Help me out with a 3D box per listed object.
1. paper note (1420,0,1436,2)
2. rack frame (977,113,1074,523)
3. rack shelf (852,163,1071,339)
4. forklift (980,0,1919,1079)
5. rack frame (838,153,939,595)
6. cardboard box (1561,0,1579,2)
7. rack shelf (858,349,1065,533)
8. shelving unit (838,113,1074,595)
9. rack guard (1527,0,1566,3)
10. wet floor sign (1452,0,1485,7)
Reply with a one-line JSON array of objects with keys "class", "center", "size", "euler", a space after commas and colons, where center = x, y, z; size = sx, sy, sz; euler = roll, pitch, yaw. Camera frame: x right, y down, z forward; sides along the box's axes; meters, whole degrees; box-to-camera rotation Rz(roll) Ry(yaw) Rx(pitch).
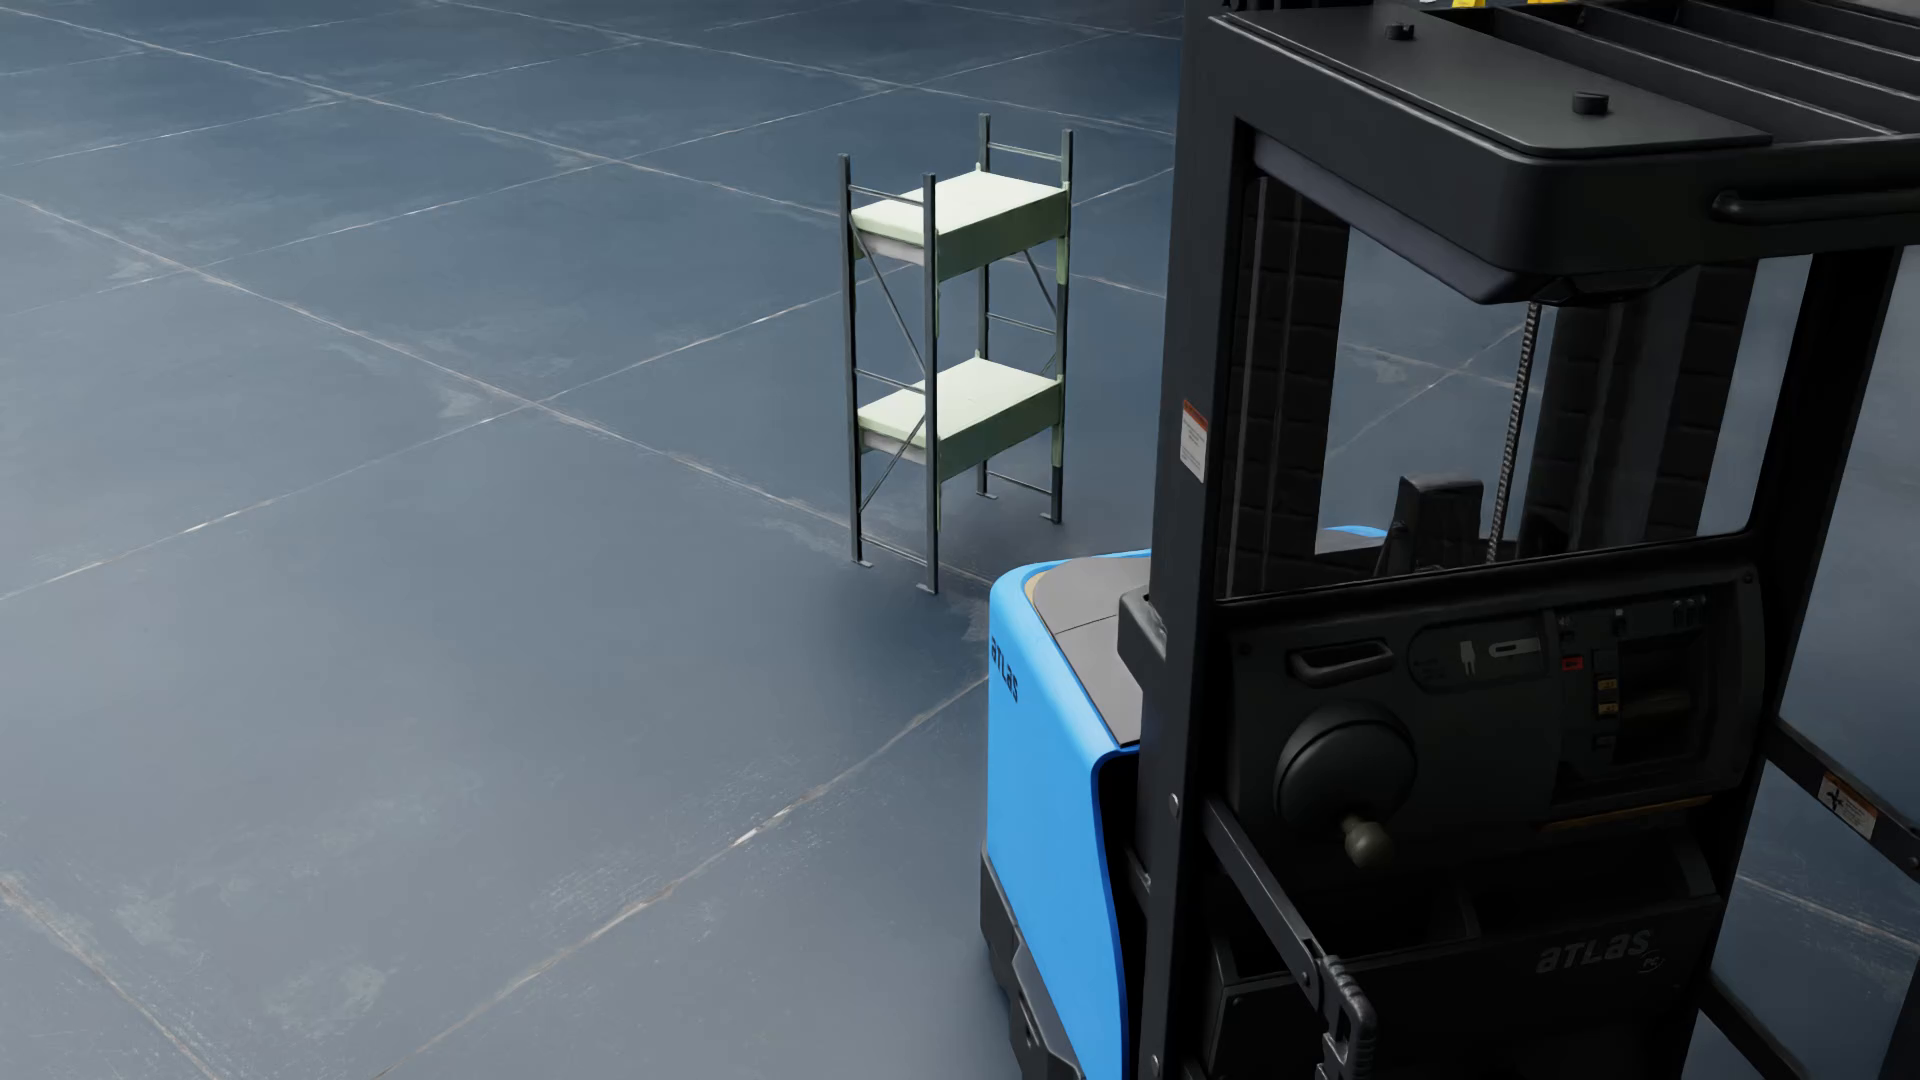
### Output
[{"class": "paper note", "center": [4.695, -5.417, 16.687], "size": [0.148, 0.019, 0.142], "euler": [9, 29, 17]}, {"class": "rack frame", "center": [0.229, -0.794, 6.152], "size": [0.400, 1.500, 0.023], "euler": [21, 34, 34]}, {"class": "rack shelf", "center": [-0.004, -1.010, 5.721], "size": [0.431, 0.370, 0.720], "euler": [21, 34, 34]}, {"class": "forklift", "center": [0.918, 0.312, 2.457], "size": [1.130, 2.935, 3.031], "euler": [-7, 28, -13]}, {"class": "rack frame", "center": [-0.237, -0.534, 5.650], "size": [0.400, 1.500, 0.023], "euler": [21, 34, 34]}, {"class": "cardboard box", "center": [5.952, -5.157, 15.490], "size": [0.500, 0.250, 0.500], "euler": [21, 34, 34]}, {"class": "rack shelf", "center": [-0.004, -0.374, 6.051], "size": [0.431, 0.370, 0.720], "euler": [21, 34, 34]}, {"class": "shelving unit", "center": [-0.004, -0.664, 5.901], "size": [0.431, 1.500, 0.755], "euler": [21, 34, 34]}, {"class": "rack guard", "center": [5.678, -4.735, 14.859], "size": [1.175, 0.500, 0.348], "euler": [21, 34, 34]}, {"class": "wet floor sign", "center": [4.684, -5.018, 15.248], "size": [0.232, 0.644, 0.267], "euler": [-15, 31, -27]}]
